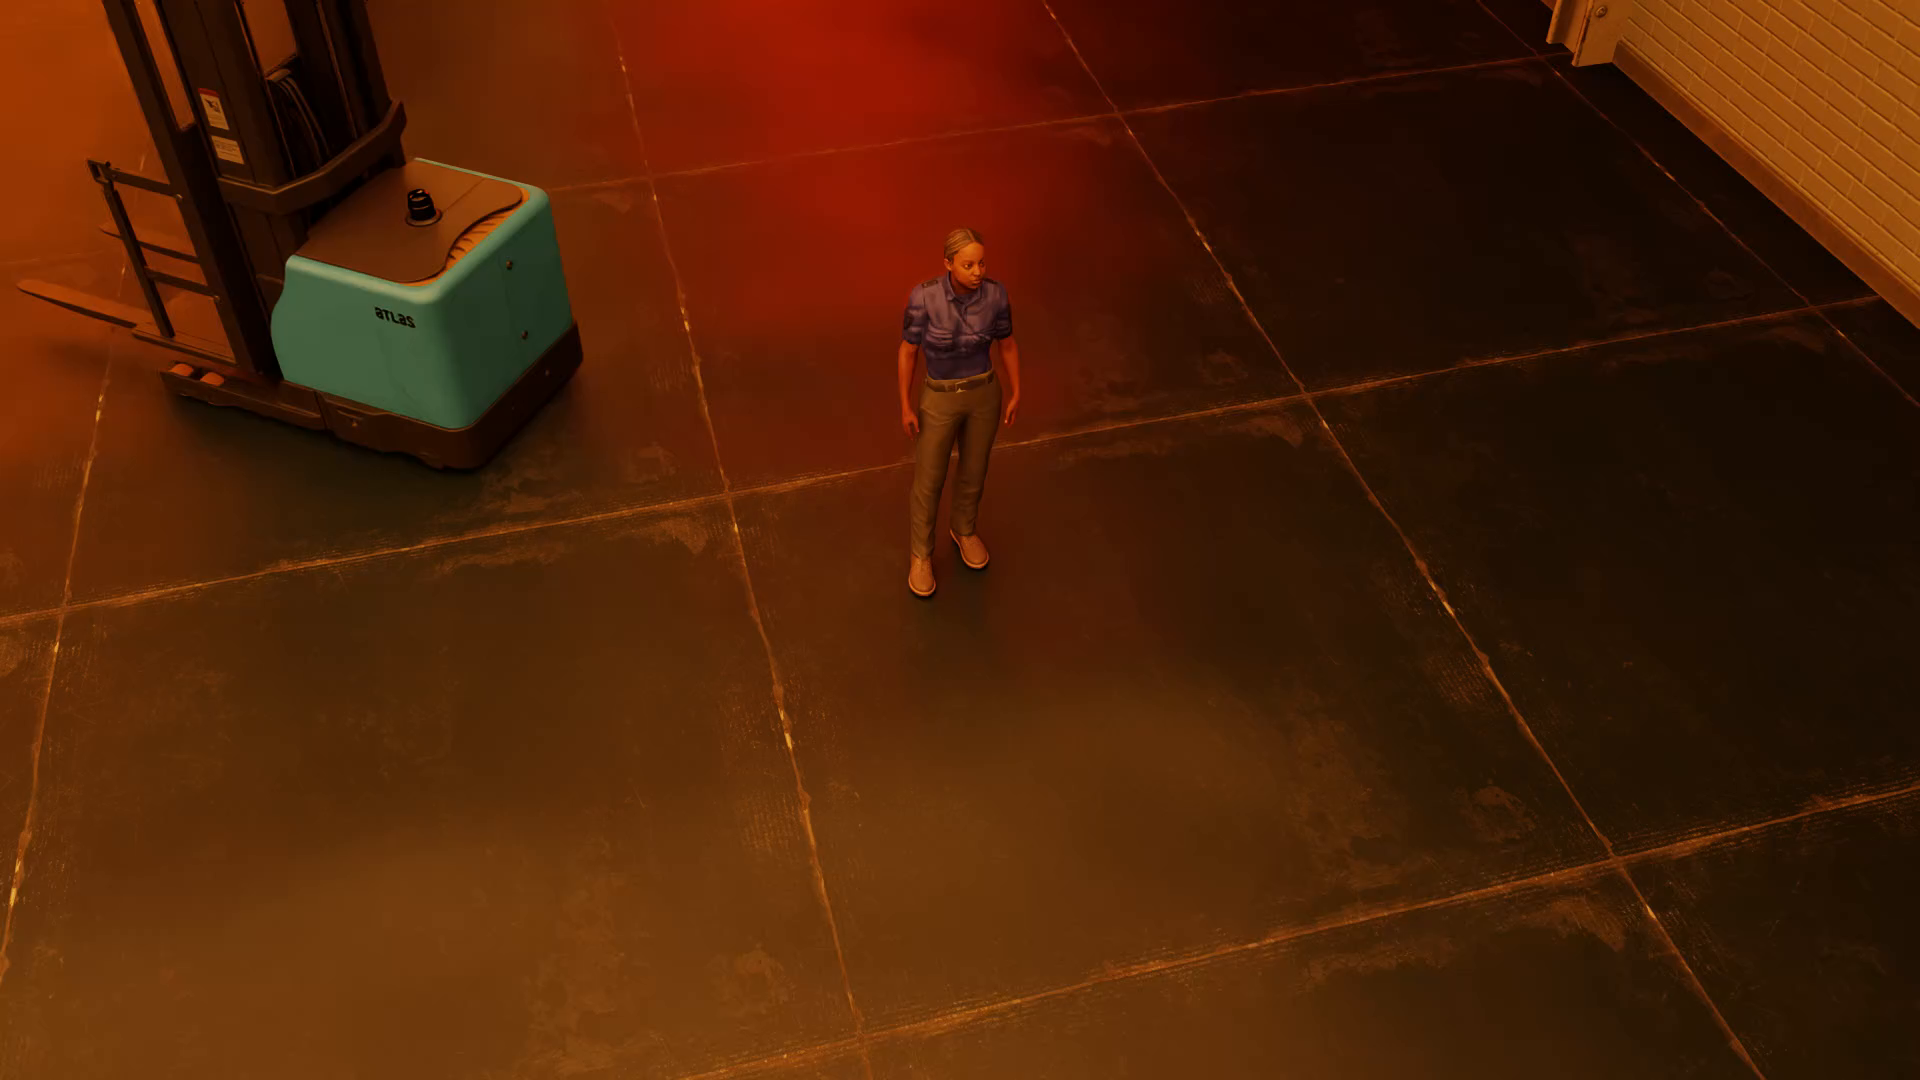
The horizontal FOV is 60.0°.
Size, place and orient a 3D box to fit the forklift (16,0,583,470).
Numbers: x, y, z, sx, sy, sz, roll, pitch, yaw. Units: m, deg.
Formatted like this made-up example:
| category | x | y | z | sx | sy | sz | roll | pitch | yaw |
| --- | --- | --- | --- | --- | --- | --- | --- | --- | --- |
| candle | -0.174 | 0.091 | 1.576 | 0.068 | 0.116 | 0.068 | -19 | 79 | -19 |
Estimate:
| category | x | y | z | sx | sy | sz | roll | pitch | yaw |
| --- | --- | --- | --- | --- | --- | --- | --- | --- | --- |
| forklift | -3.531 | -2.069 | 7.834 | 3.031 | 2.935 | 1.130 | 16 | 46 | 16 |

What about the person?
| category | x | y | z | sx | sy | sz | roll | pitch | yaw |
| --- | --- | --- | --- | --- | --- | --- | --- | --- | --- |
| person | 0.004 | -0.545 | 7.141 | 0.570 | 1.656 | 0.503 | -10 | 44 | -11 |
